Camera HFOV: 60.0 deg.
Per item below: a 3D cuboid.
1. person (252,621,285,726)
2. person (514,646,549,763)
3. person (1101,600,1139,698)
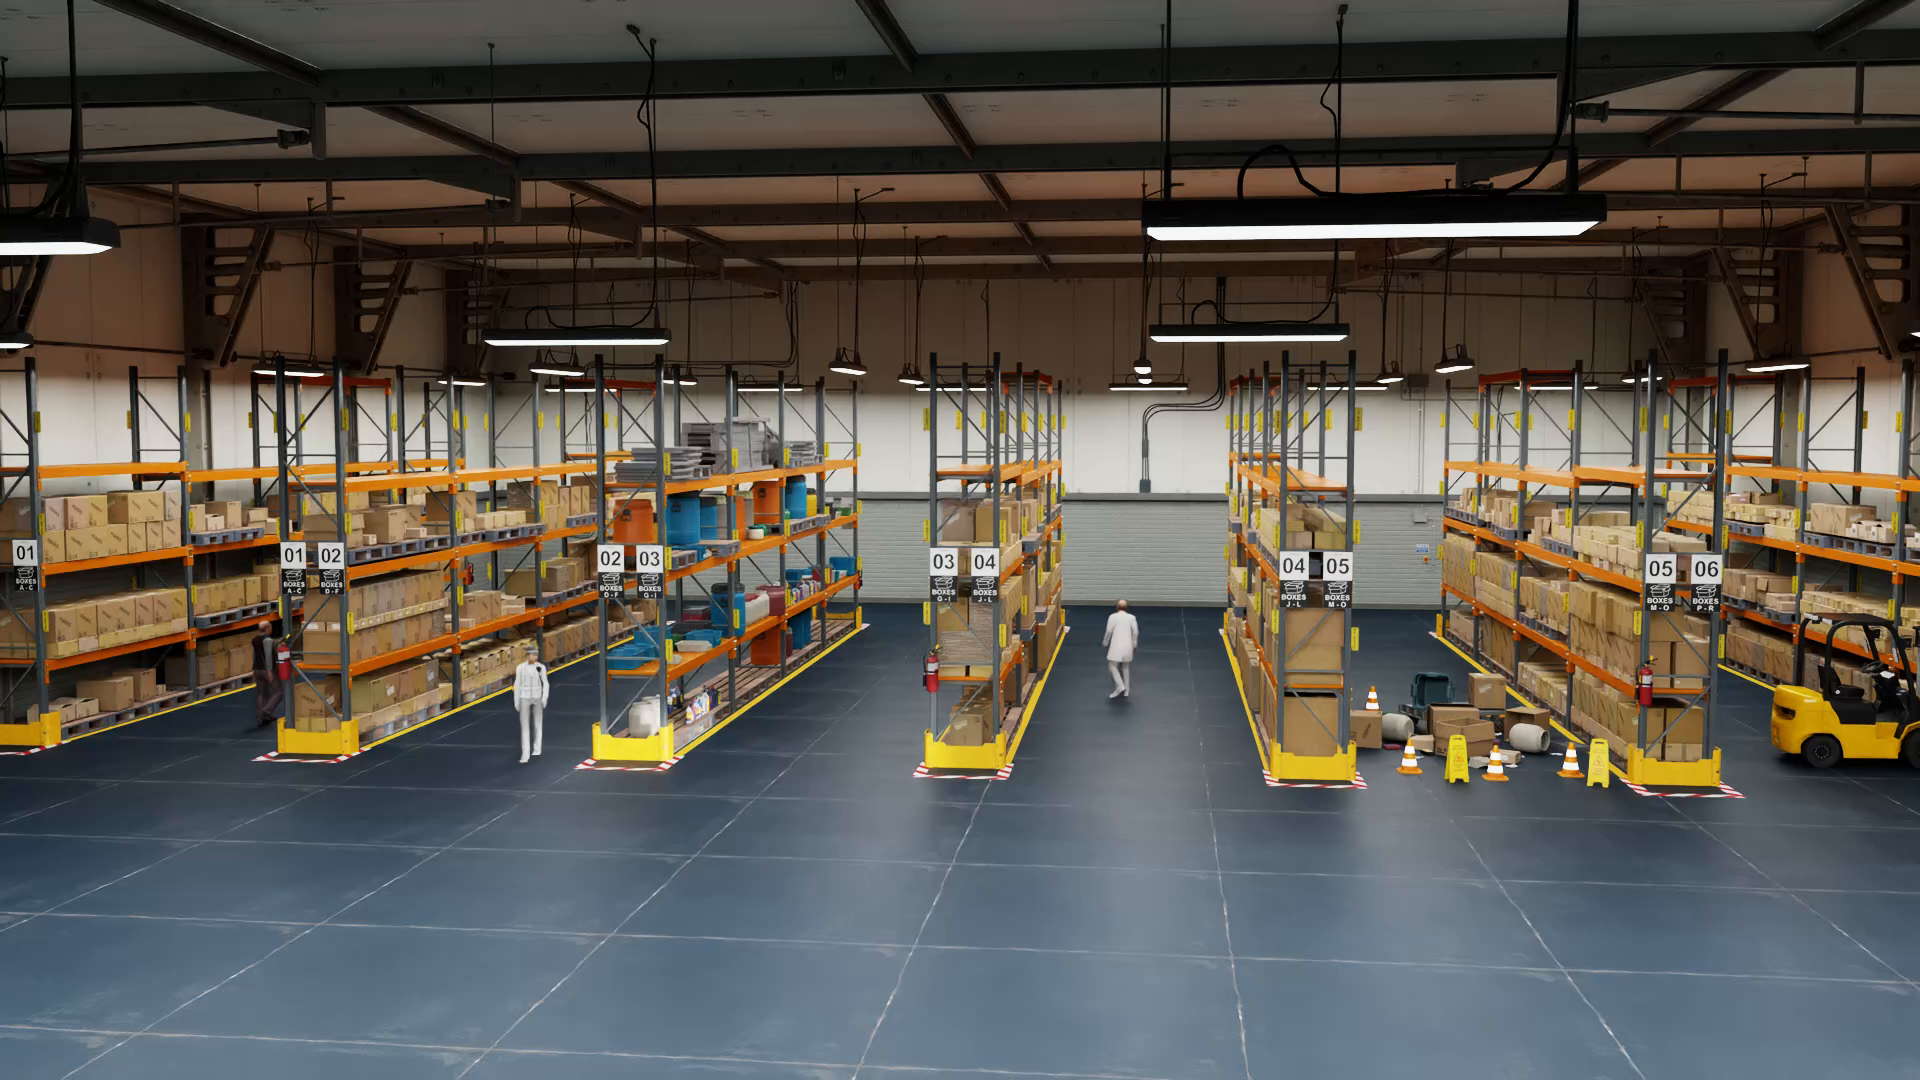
[{"bbox_3d":[-11.499,2.195,27.500,0.577,1.710,0.479,1,4,16],"label":"person"},{"bbox_3d":[-6.365,2.423,24.794,0.508,1.669,0.692,-2,4,-21],"label":"person"},{"bbox_3d":[2.964,2.039,30.372,0.640,1.655,0.668,-1,4,-19],"label":"person"}]
